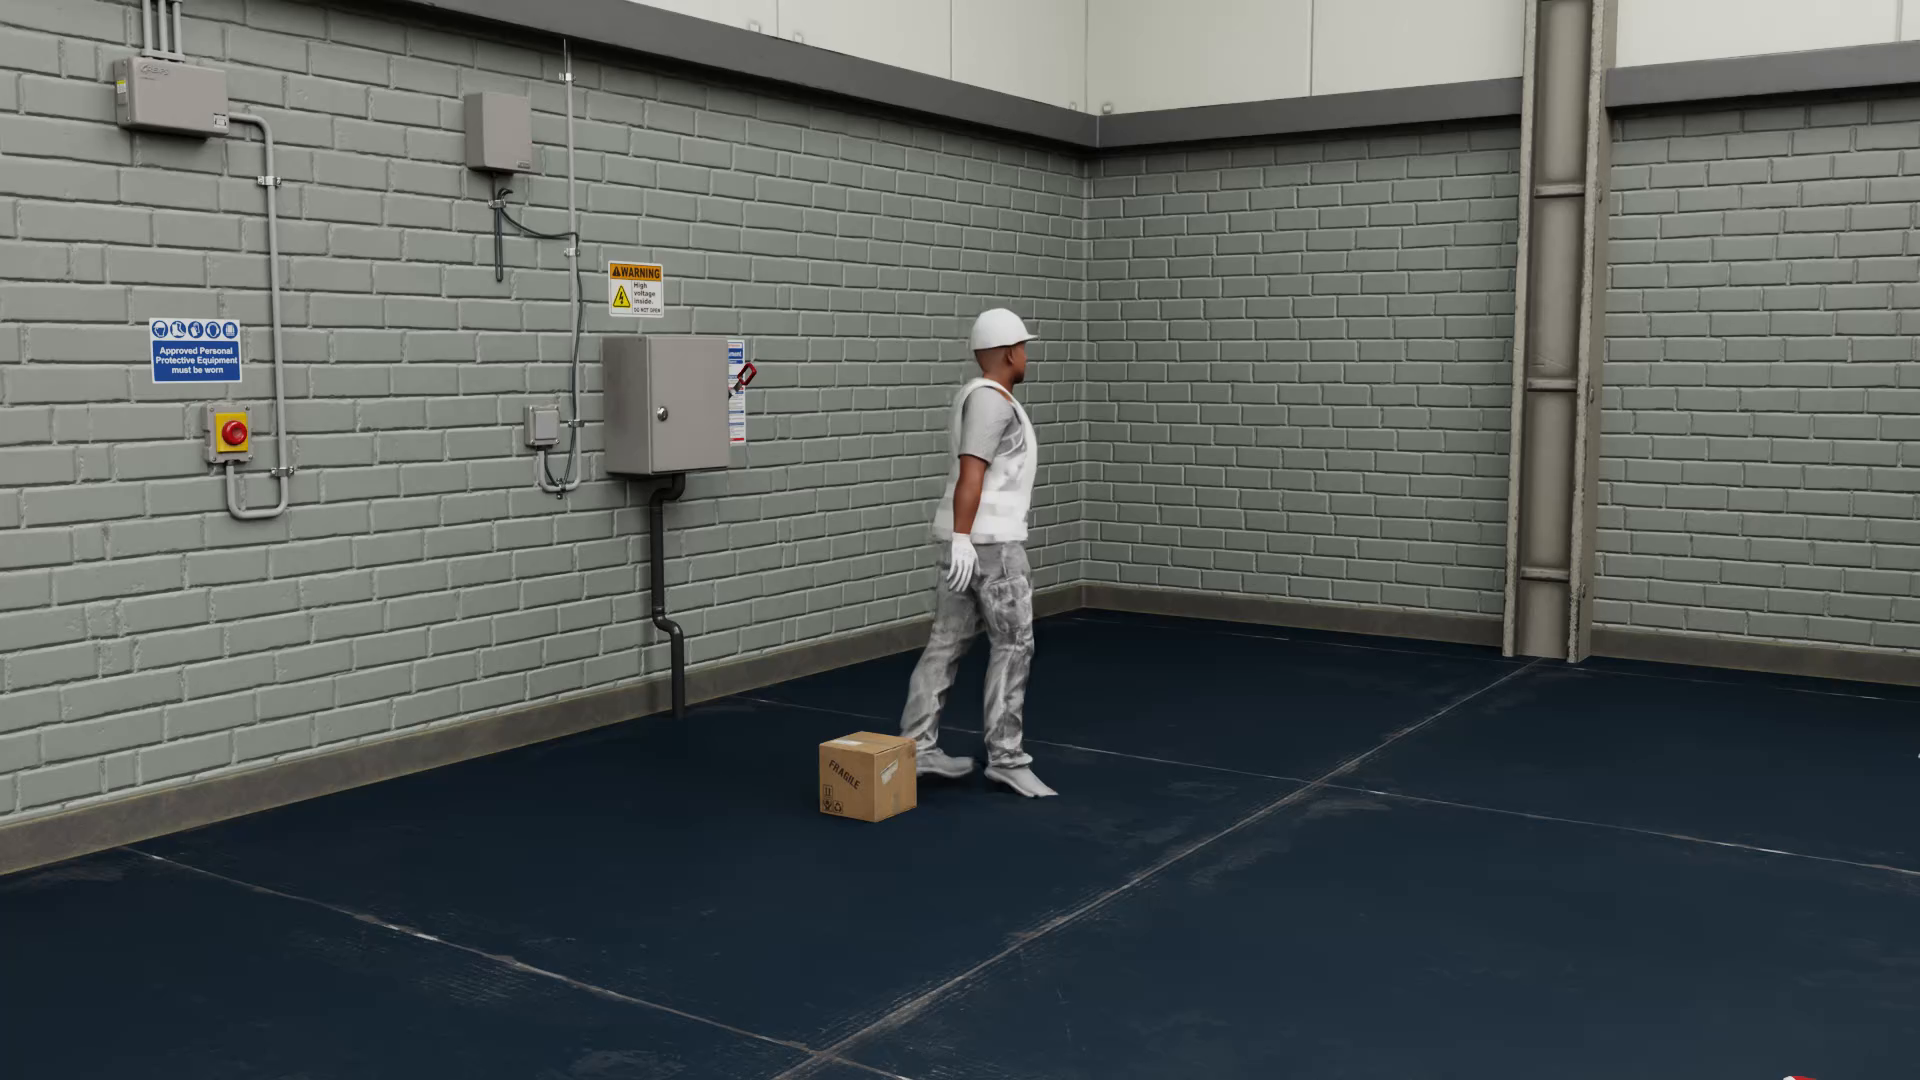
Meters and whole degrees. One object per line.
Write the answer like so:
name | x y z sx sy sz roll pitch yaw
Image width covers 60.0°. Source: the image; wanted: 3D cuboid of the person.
person | 0.030 0.053 6.273 0.562 1.840 0.585 -2 6 -16
